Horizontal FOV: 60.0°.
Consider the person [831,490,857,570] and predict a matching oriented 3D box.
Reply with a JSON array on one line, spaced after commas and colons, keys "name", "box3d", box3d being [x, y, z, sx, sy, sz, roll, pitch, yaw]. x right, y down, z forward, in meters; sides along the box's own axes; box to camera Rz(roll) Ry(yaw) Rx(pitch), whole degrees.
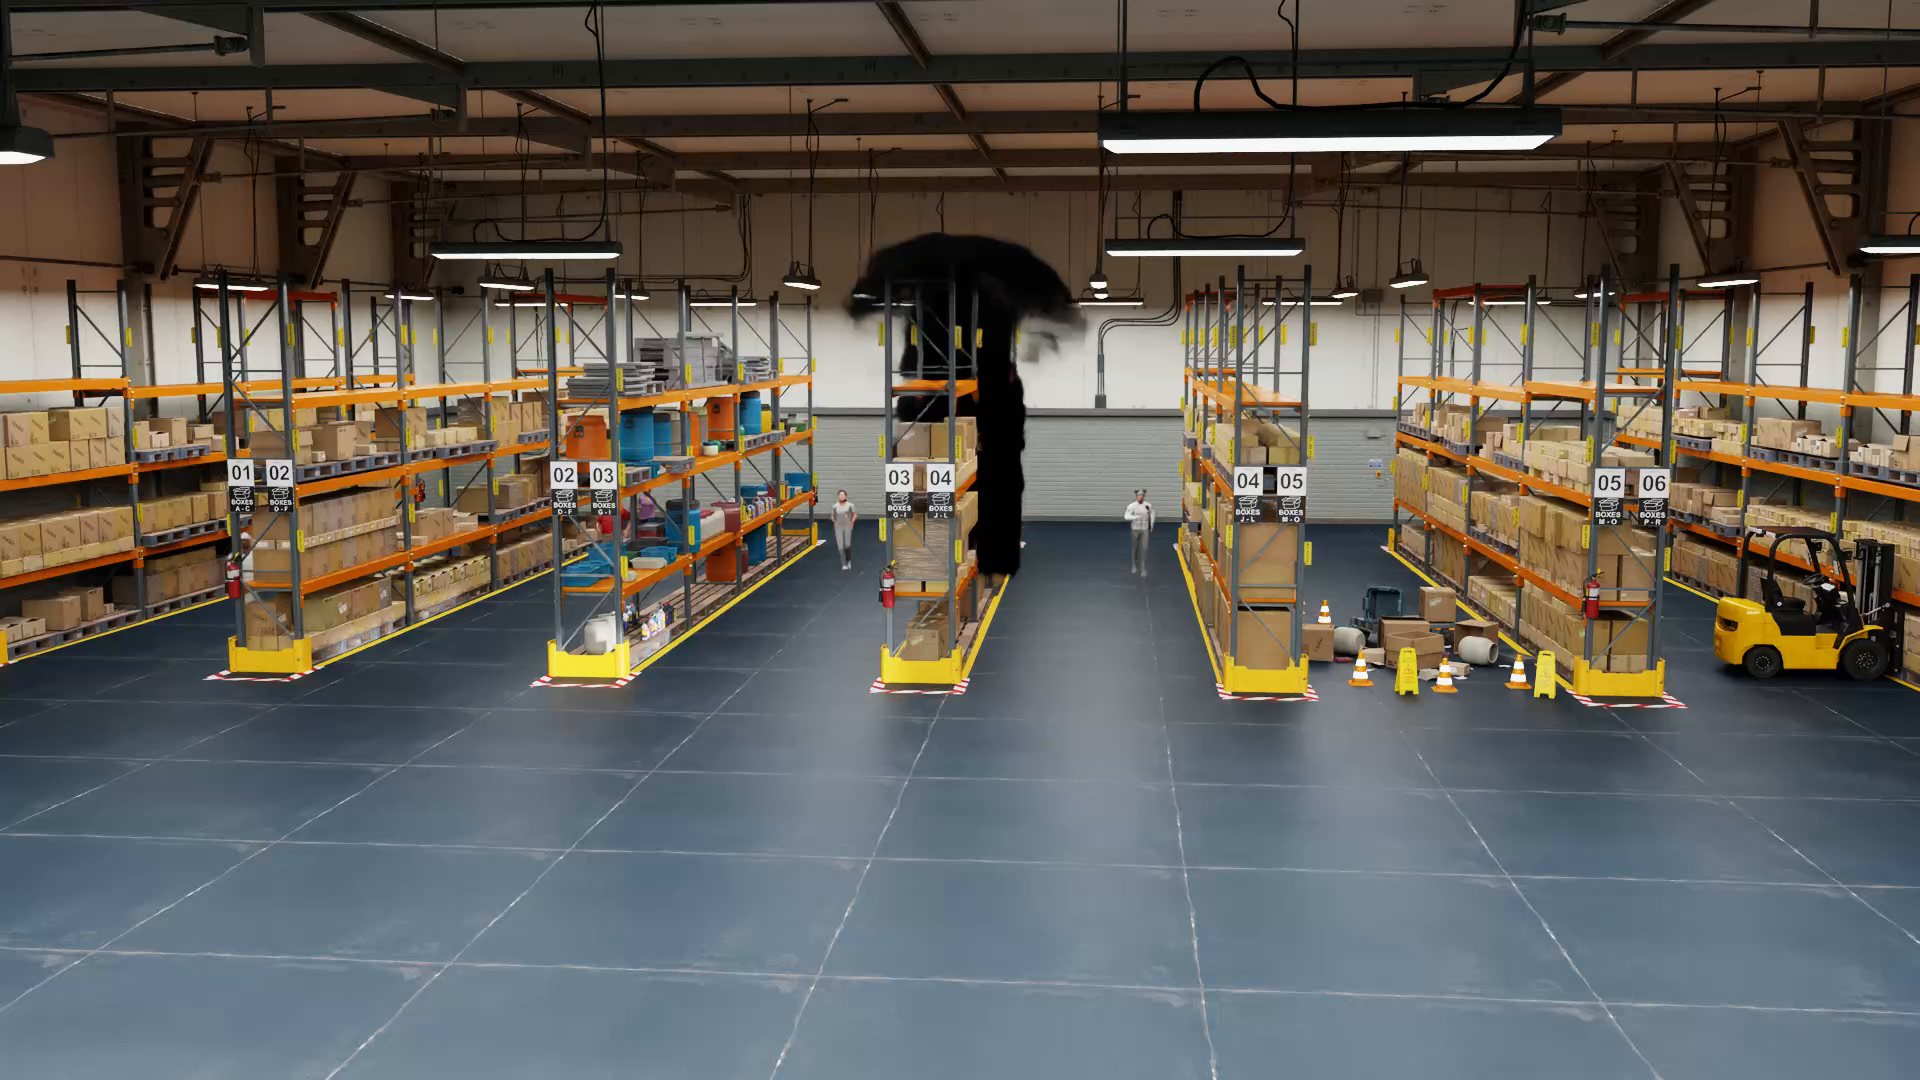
[{"name": "person", "box3d": [-2.371, -0.195, 33.796, 0.539, 1.648, 0.527, 0, 7, 2]}]

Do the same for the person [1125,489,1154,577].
[{"name": "person", "box3d": [3.584, -0.167, 33.155, 0.629, 1.731, 0.806, 0, 7, -1]}]

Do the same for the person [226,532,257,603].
[{"name": "person", "box3d": [-12.003, 0.746, 27.982, 0.699, 1.760, 0.664, 0, 7, 0]}]

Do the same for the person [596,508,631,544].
[{"name": "person", "box3d": [-6.613, 0.020, 31.685, 0.675, 1.743, 0.886, 1, 7, 9]}]

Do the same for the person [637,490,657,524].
[{"name": "person", "box3d": [-7.285, -0.460, 38.572, 0.507, 1.649, 0.709, 0, 7, -4]}]
